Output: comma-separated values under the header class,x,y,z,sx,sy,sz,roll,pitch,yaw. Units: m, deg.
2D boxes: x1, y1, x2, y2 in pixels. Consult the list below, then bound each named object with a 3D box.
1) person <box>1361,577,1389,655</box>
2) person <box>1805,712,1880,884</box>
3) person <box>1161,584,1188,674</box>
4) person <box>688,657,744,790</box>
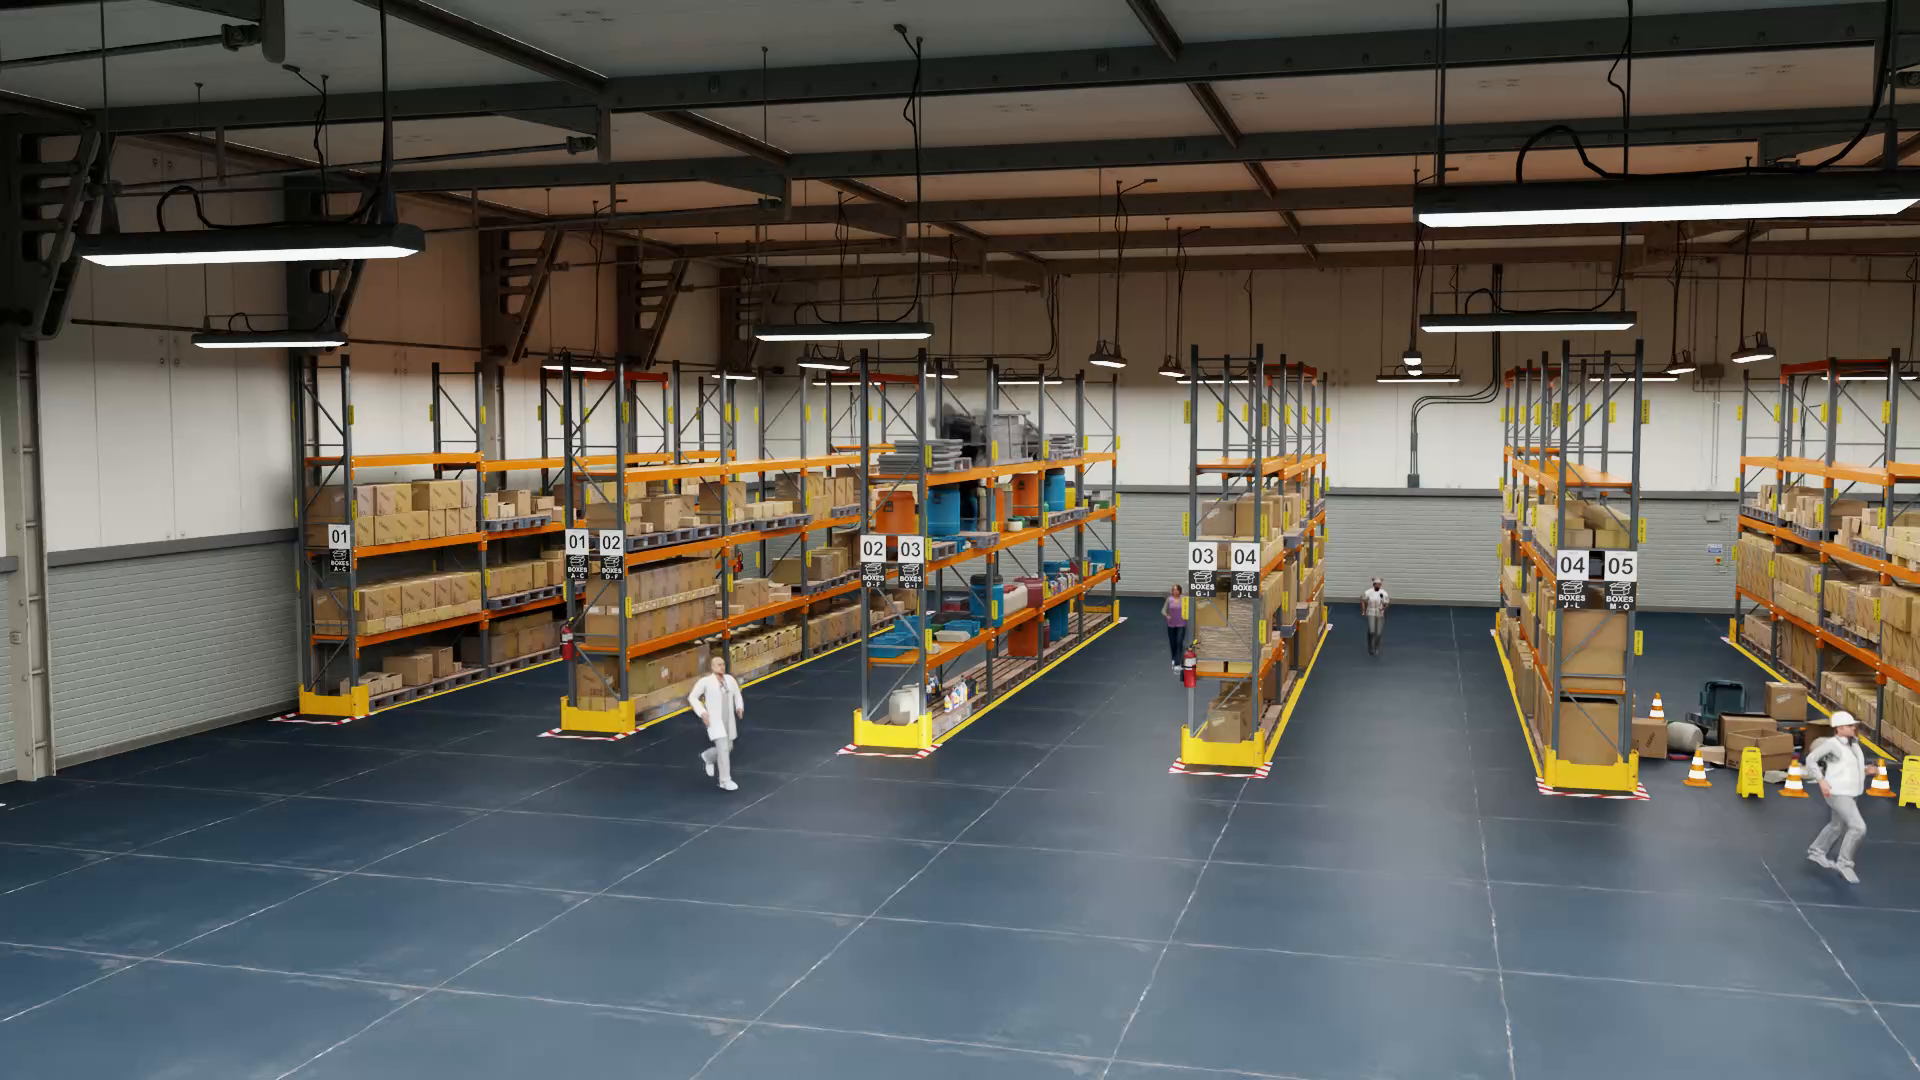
class,x,y,z,sx,sy,sz,roll,pitch,yaw
person,8.612,1.575,34.480,0.543,1.650,0.723,1,4,8
person,9.561,2.773,18.011,0.624,1.831,0.744,-3,5,-37
person,3.994,1.610,30.664,0.559,1.613,0.789,1,4,12
person,-3.270,2.441,22.398,0.742,1.751,0.934,-4,6,-41
